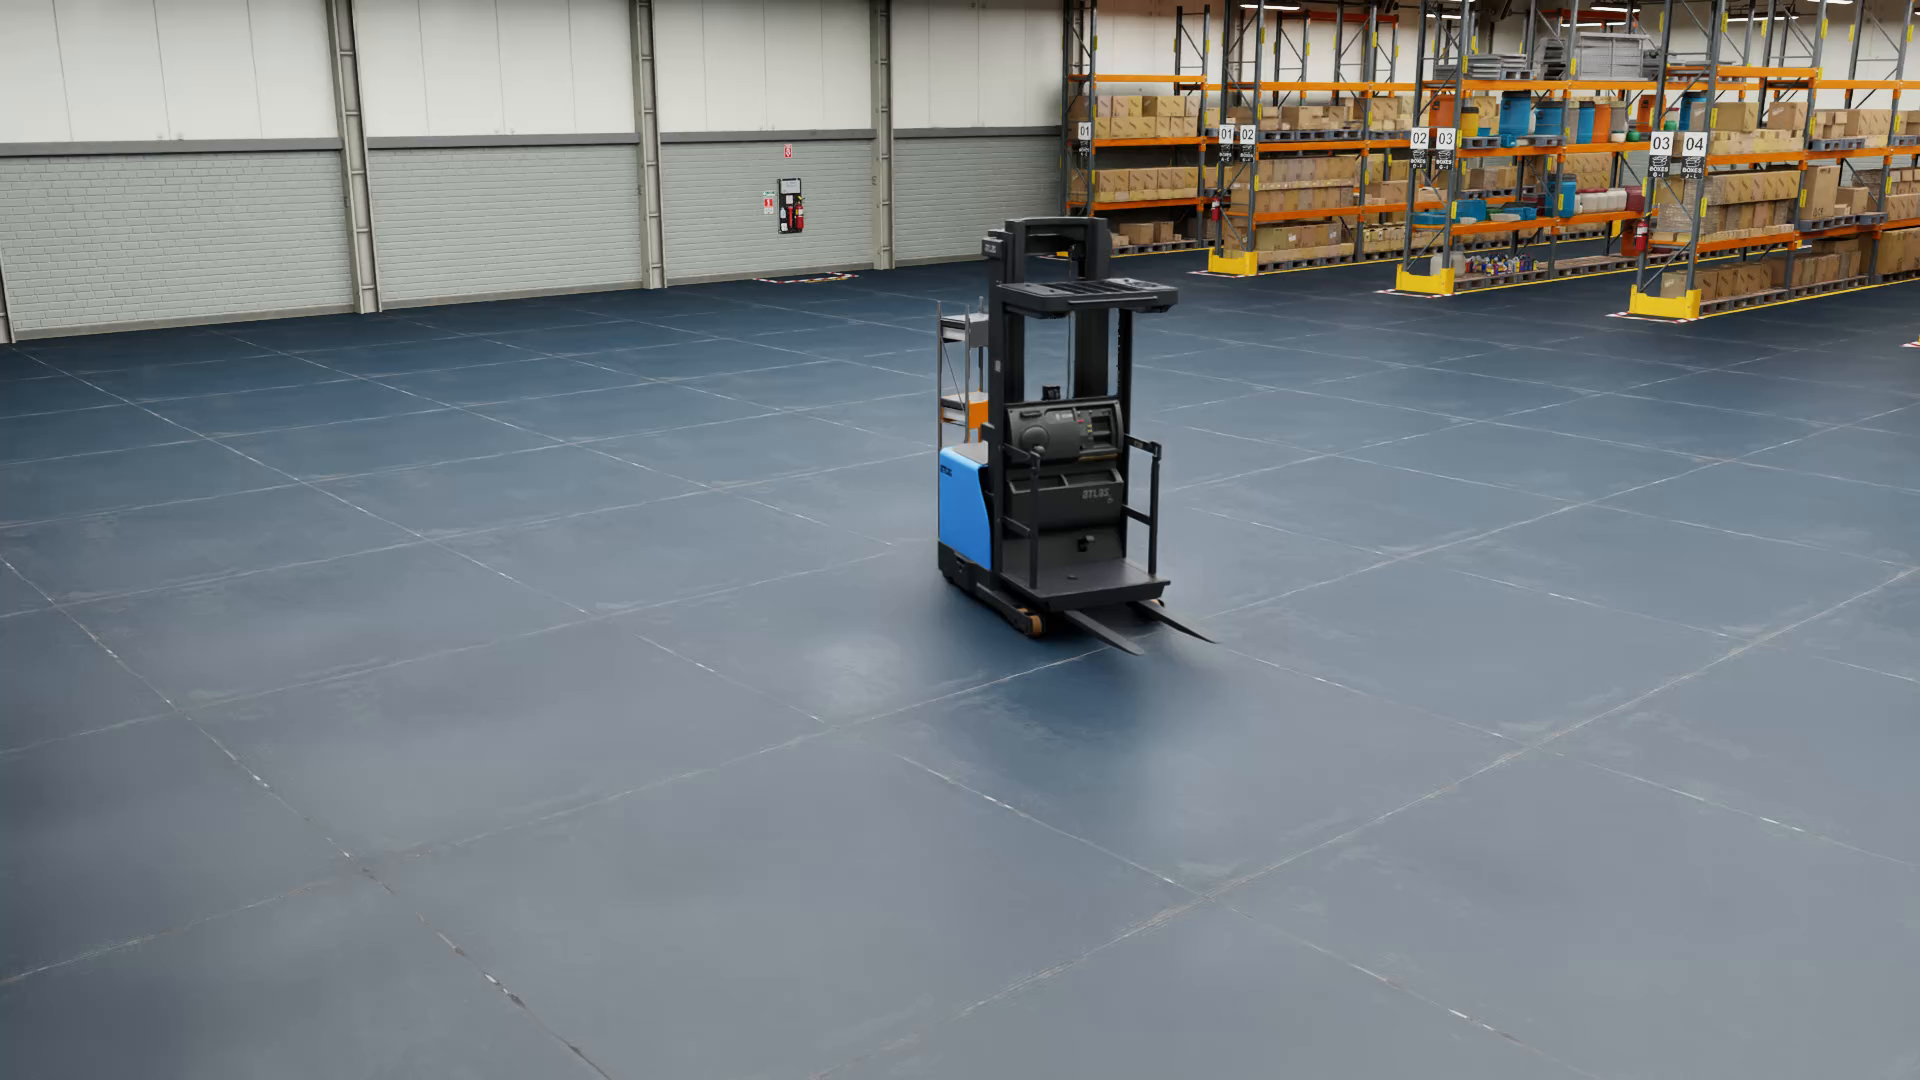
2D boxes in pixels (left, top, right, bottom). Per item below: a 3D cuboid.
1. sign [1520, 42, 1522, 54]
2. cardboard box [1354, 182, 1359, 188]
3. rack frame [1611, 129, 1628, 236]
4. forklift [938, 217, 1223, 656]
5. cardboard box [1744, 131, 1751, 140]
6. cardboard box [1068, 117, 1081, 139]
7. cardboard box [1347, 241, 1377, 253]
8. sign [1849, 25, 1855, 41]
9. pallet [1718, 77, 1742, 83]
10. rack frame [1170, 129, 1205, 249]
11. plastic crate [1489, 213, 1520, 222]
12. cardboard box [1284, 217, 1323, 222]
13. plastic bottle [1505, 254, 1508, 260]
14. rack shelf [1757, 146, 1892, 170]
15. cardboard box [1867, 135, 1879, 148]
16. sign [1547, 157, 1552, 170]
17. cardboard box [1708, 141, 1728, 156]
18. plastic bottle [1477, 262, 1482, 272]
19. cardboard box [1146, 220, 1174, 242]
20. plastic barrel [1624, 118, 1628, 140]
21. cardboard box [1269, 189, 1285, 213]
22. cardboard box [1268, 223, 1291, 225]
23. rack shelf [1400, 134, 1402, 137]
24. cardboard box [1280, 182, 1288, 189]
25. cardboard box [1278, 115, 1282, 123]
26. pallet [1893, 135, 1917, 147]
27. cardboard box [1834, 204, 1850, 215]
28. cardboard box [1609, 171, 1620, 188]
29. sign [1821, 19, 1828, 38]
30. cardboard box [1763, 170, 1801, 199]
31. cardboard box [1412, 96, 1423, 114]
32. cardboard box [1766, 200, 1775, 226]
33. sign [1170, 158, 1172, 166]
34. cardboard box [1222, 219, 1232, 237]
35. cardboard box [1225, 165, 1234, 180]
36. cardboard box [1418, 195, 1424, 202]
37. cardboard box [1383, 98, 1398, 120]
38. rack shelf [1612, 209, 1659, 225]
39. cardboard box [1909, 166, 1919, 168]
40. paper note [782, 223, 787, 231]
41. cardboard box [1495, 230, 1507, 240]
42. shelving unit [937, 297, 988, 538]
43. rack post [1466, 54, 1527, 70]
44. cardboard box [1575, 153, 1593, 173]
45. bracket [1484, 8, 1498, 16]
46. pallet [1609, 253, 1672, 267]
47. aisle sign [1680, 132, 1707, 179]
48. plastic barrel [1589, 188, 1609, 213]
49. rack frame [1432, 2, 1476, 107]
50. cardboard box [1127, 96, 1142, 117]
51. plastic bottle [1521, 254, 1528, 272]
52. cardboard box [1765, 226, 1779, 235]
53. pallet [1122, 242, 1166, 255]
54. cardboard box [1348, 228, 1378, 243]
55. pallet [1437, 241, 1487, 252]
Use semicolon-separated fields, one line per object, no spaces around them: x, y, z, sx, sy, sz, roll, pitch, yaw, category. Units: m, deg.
14.792;-12.938;43.786;0.005;0.325;0.100;-13;19;-39;sign
11.022;-10.014;46.875;0.250;0.149;0.380;-13;19;-39;cardboard box
18.152;-10.119;46.820;0.127;3.000;1.000;-13;19;-39;rack frame
0.875;-0.831;12.180;1.130;2.935;3.031;-6;16;-23;forklift
13.945;-7.264;29.838;0.250;0.149;0.380;-14;20;-42;cardboard box
2.976;-9.999;40.328;0.500;0.500;0.500;-11;18;-35;cardboard box
9.567;-6.981;39.586;0.500;0.250;0.500;-13;20;-41;cardboard box
18.250;-10.368;34.011;0.005;0.325;0.100;-13;19;-39;sign
17.779;-10.944;39.426;1.213;0.211;1.003;-13;19;-39;pallet
5.845;-9.050;42.818;0.127;3.000;1.000;-13;19;-39;rack frame
11.290;-6.669;34.417;0.437;0.136;0.530;-13;19;-39;plastic crate
9.503;-8.991;45.949;0.750;0.750;0.750;-13;20;-40;cardboard box
11.820;-6.047;36.010;0.097;0.271;0.097;0;15;0;plastic bottle
17.108;-7.597;32.962;4.000;0.370;1.077;-13;19;-39;rack shelf
18.054;-7.996;33.352;0.500;0.250;0.500;-13;20;-40;cardboard box
15.502;-9.893;43.732;0.005;0.325;0.100;-13;19;-39;sign
13.115;-6.887;29.200;0.500;0.250;0.500;-12;19;-38;cardboard box
10.976;-5.774;35.125;0.097;0.201;0.097;0;15;0;plastic bottle
5.088;-7.871;42.396;0.500;0.500;0.500;14;21;43;cardboard box
14.930;-9.309;37.759;0.421;0.512;0.421;0;15;0;plastic barrel
6.836;-7.623;37.283;0.500;0.500;0.700;-12;19;-38;cardboard box
7.414;-7.051;38.395;0.500;0.500;0.500;-13;19;-39;cardboard box
13.389;-11.846;48.866;4.000;0.370;1.077;-13;19;-39;rack shelf
7.098;-7.924;37.153;0.250;0.149;0.380;-13;20;-40;cardboard box
7.197;-9.426;37.500;0.500;0.311;0.500;-10;18;-33;cardboard box
19.068;-8.312;34.609;1.003;0.211;1.213;-12;19;-37;pallet
17.537;-6.637;33.233;0.258;0.266;0.396;-13;20;-41;cardboard box
17.993;-10.038;46.325;0.500;0.500;0.500;-12;19;-38;cardboard box
15.942;-9.436;30.675;0.005;0.325;0.100;-13;19;-39;sign
15.441;-6.702;31.321;0.500;0.500;0.500;-13;19;-39;cardboard box
12.986;-12.550;47.938;0.500;0.500;0.500;-13;20;-40;cardboard box
14.819;-6.207;31.404;0.500;0.500;0.875;-13;19;-39;cardboard box
5.478;-9.717;43.071;0.005;0.325;0.100;-13;19;-39;sign
6.746;-8.280;43.927;0.500;0.500;0.700;-13;20;-40;cardboard box
7.154;-9.601;43.836;0.500;0.500;0.700;-10;18;-32;cardboard box
11.192;-8.415;40.929;0.250;0.149;0.380;-11;18;-35;cardboard box
10.005;-10.226;39.432;0.500;0.500;0.500;-10;18;-34;cardboard box
16.875;-7.790;39.495;4.000;0.370;1.077;-13;19;-39;rack shelf
21.158;-7.935;36.508;0.637;0.503;0.797;-13;20;-41;cardboard box
-3.807;-6.789;36.063;0.142;0.148;0.016;-13;19;-39;paper note
13.811;-8.053;43.078;0.500;0.500;0.500;-14;20;-41;cardboard box
0.125;-1.042;14.584;0.503;2.100;0.431;-13;19;-39;shelving unit
10.772;-9.640;33.548;0.954;0.300;0.937;-13;20;-40;rack post
16.841;-10.260;45.217;0.500;0.500;0.500;-12;19;-38;cardboard box
16.287;-16.206;51.010;0.430;0.232;0.235;-13;19;-39;bracket
15.933;-6.593;39.024;1.213;0.211;1.003;-13;19;-39;pallet
12.732;-6.666;28.857;0.004;0.787;0.394;-13;19;-39;aisle sign
14.094;-7.504;36.766;0.433;0.535;0.433;0;15;0;plastic barrel
12.117;-11.662;40.973;0.127;3.000;1.000;-13;19;-39;rack frame
4.068;-10.545;40.431;0.500;0.500;0.500;-12;19;-38;cardboard box
11.907;-5.856;35.142;0.185;0.351;0.144;-14;20;-42;plastic bottle
15.092;-5.807;31.163;0.250;0.149;0.380;-13;19;-39;cardboard box
4.441;-7.374;41.948;1.213;0.211;1.003;-13;19;-39;pallet
9.575;-7.253;39.519;0.500;0.311;0.500;-13;19;-39;cardboard box
12.705;-7.536;42.553;1.213;0.211;1.003;-13;19;-39;pallet
